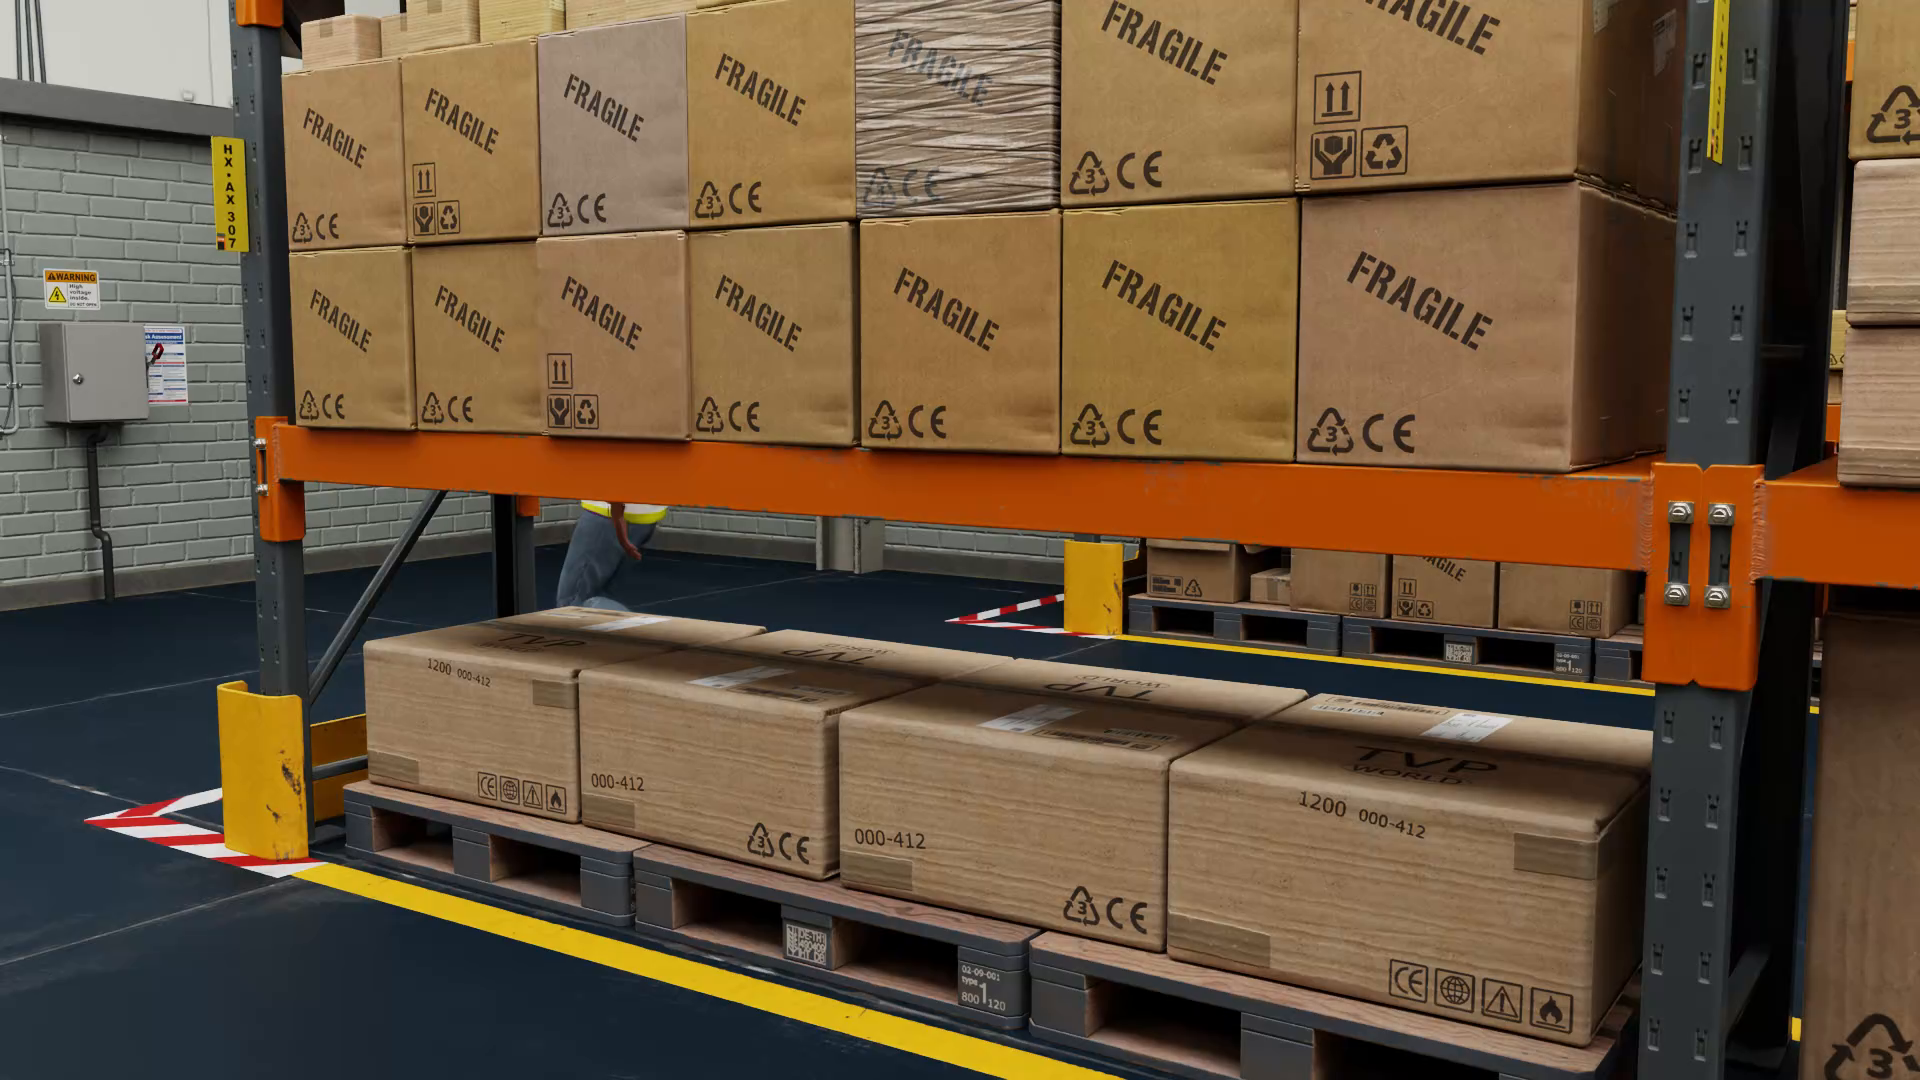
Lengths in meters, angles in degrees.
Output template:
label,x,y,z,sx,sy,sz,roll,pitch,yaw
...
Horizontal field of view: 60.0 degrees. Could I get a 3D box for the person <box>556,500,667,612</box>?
label,x,y,z,sx,sy,sz,roll,pitch,yaw
person,-1.491,-0.107,6.842,0.778,1.720,0.609,1,6,6
